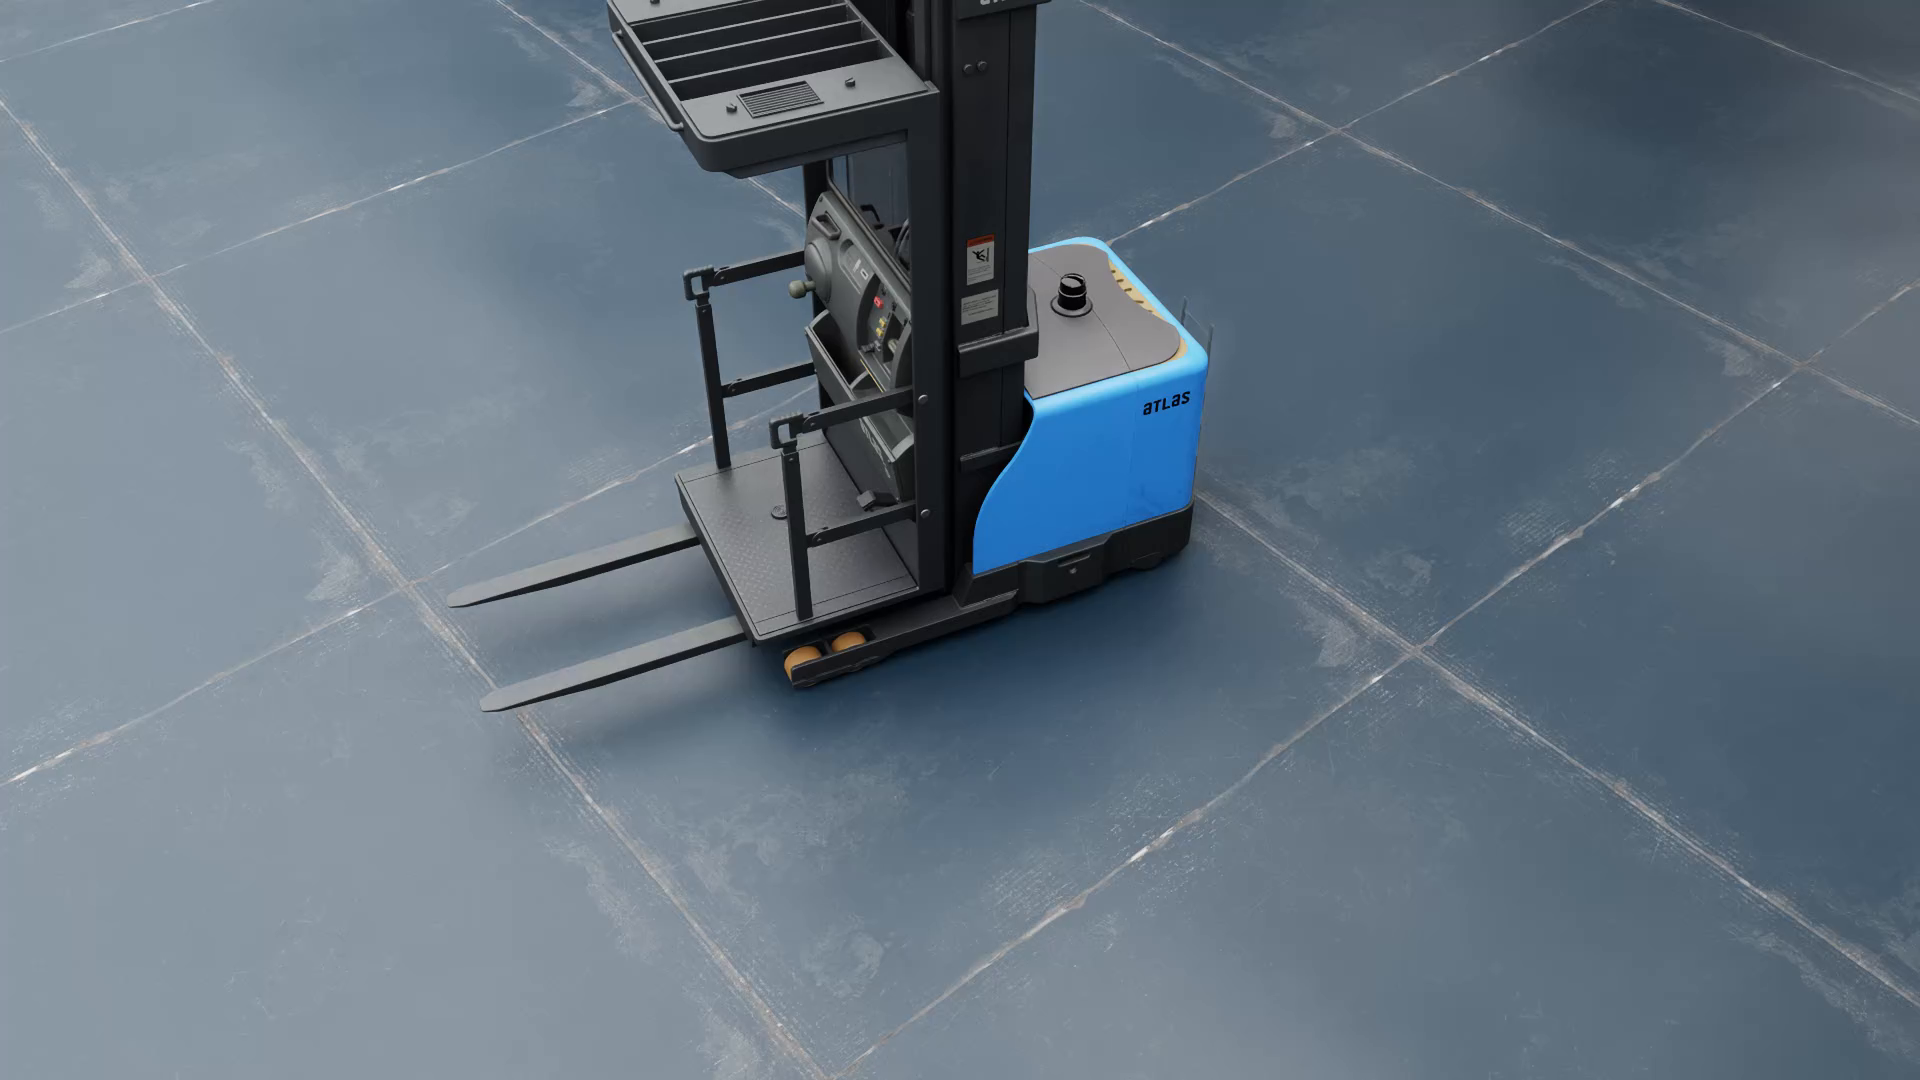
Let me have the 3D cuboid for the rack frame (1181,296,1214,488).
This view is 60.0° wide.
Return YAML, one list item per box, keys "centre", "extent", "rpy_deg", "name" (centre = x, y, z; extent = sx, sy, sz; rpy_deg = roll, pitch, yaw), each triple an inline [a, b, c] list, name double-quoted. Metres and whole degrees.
- centre: [1.006, -0.637, 7.325]
  extent: [0.006, 0.900, 0.240]
  rpy_deg: [-17, 46, -18]
  name: "rack frame"

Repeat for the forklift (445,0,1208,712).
- centre: [-0.567, -0.893, 6.113]
  extent: [3.031, 2.935, 1.130]
  rpy_deg: [-17, 46, -18]
  name: "forklift"

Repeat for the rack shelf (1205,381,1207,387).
- centre: [0.913, -0.715, 7.194]
  extent: [0.200, 0.077, 0.258]
  rpy_deg: [-17, 46, -18]
  name: "rack shelf"

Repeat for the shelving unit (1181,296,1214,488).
- centre: [0.913, -0.608, 7.294]
  extent: [0.210, 0.900, 0.258]
  rpy_deg: [-17, 46, -18]
  name: "shelving unit"
